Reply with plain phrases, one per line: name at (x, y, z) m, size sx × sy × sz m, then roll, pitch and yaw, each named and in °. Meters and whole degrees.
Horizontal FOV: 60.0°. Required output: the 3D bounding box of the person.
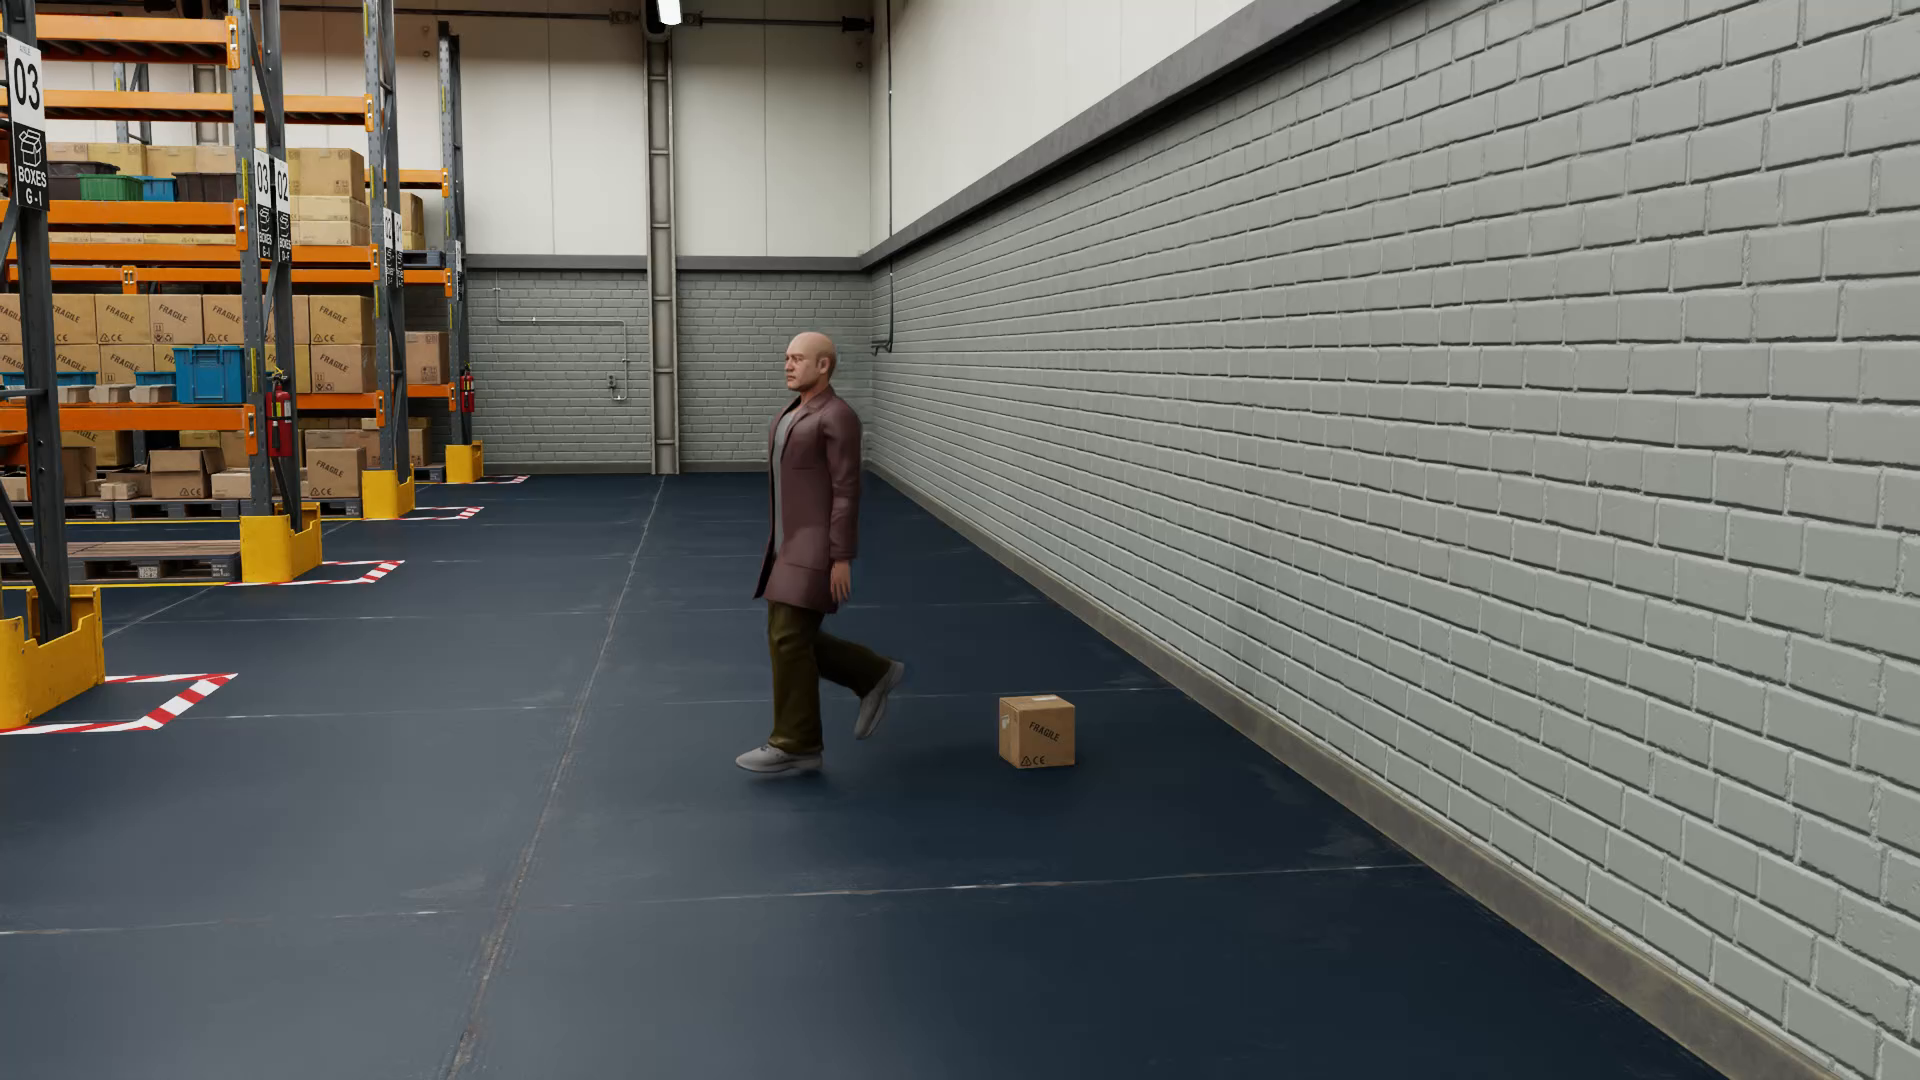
person at (-0.588, 0.039, 6.762) m, size 0.757 × 1.758 × 0.585 m, roll -3°, pitch 7°, yaw -28°
